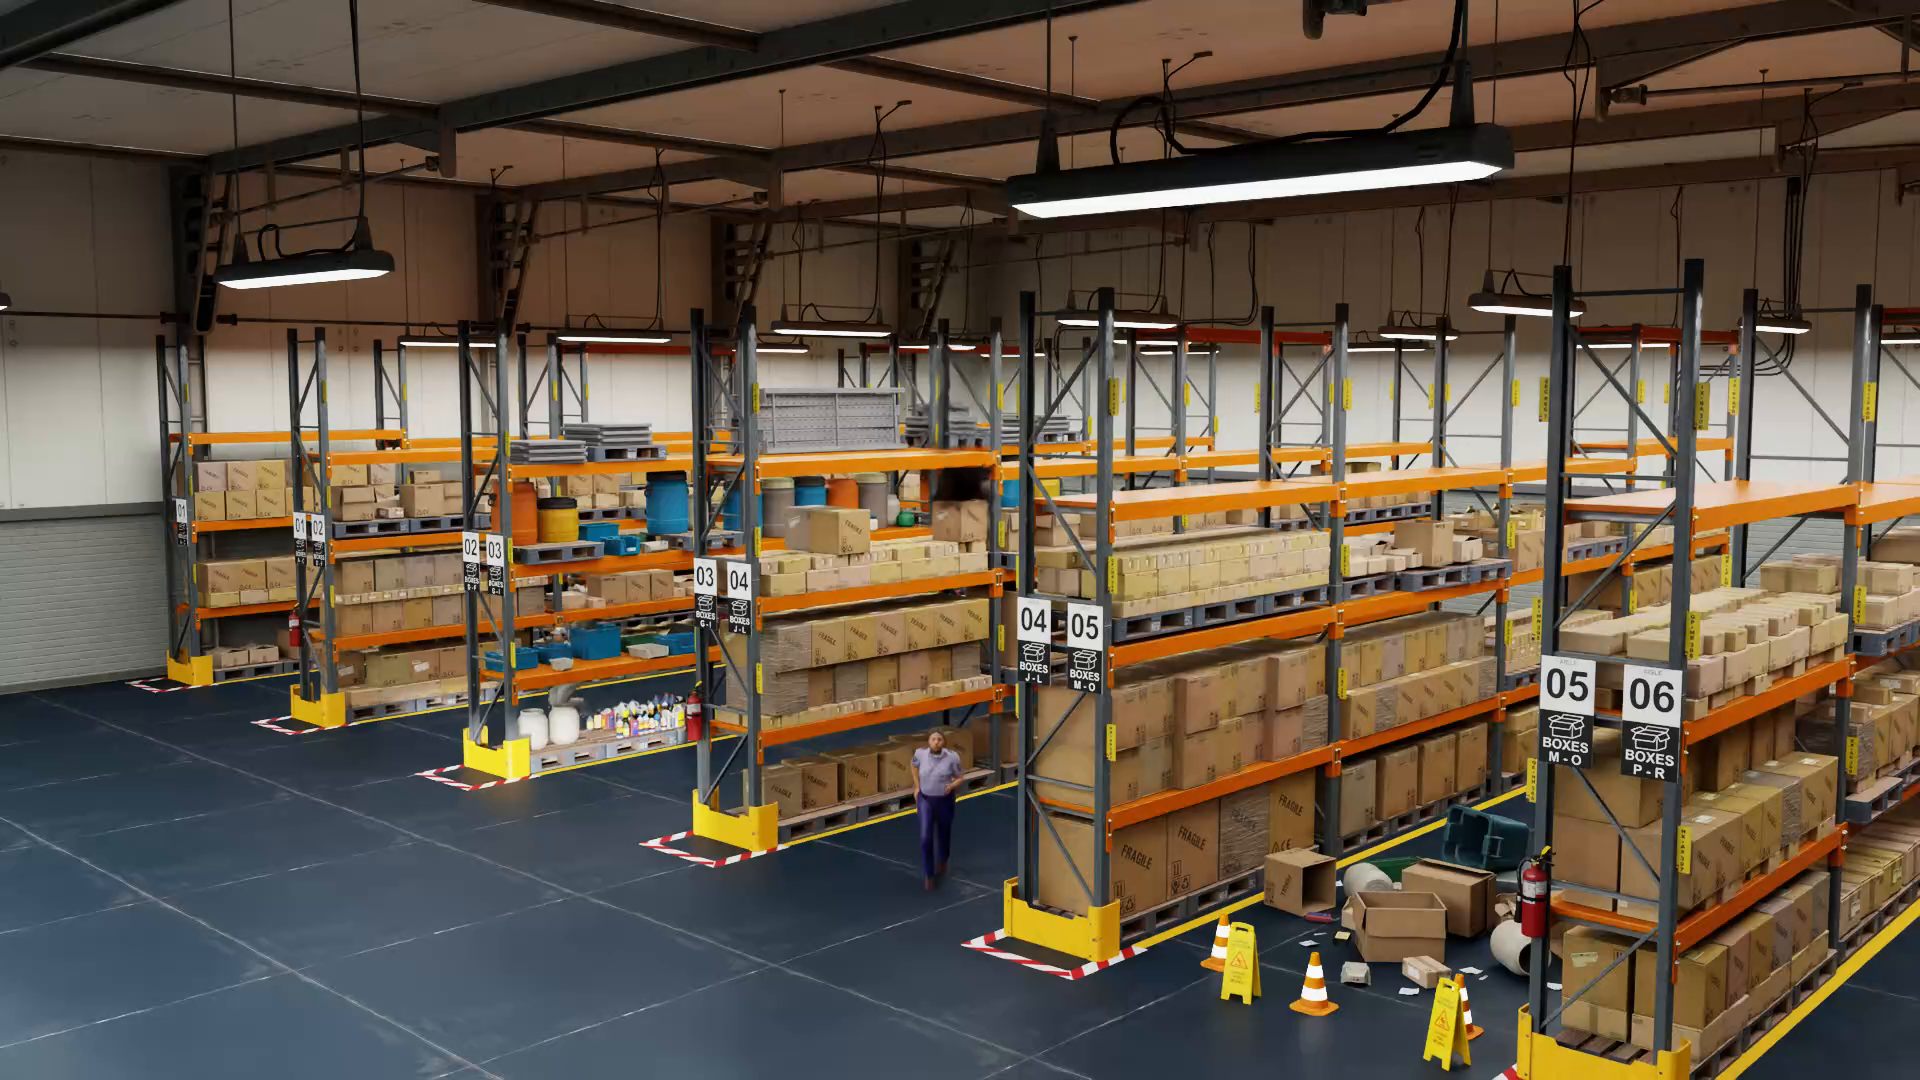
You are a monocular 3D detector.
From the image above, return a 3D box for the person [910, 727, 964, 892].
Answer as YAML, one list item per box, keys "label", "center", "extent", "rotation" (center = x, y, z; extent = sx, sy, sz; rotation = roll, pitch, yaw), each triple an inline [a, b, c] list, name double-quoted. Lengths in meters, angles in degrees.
- label: "person"
  center: [-0.235, 2.760, 17.192]
  extent: [0.539, 1.707, 0.840]
  rotation: [0, 5, -4]

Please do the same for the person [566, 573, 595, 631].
- label: "person"
  center: [-7.172, 1.402, 31.662]
  extent: [0.593, 1.628, 0.743]
  rotation: [5, 7, 41]

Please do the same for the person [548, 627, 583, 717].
- label: "person"
  center: [-5.839, 2.074, 24.617]
  extent: [0.642, 1.627, 0.655]
  rotation: [4, 7, 39]
